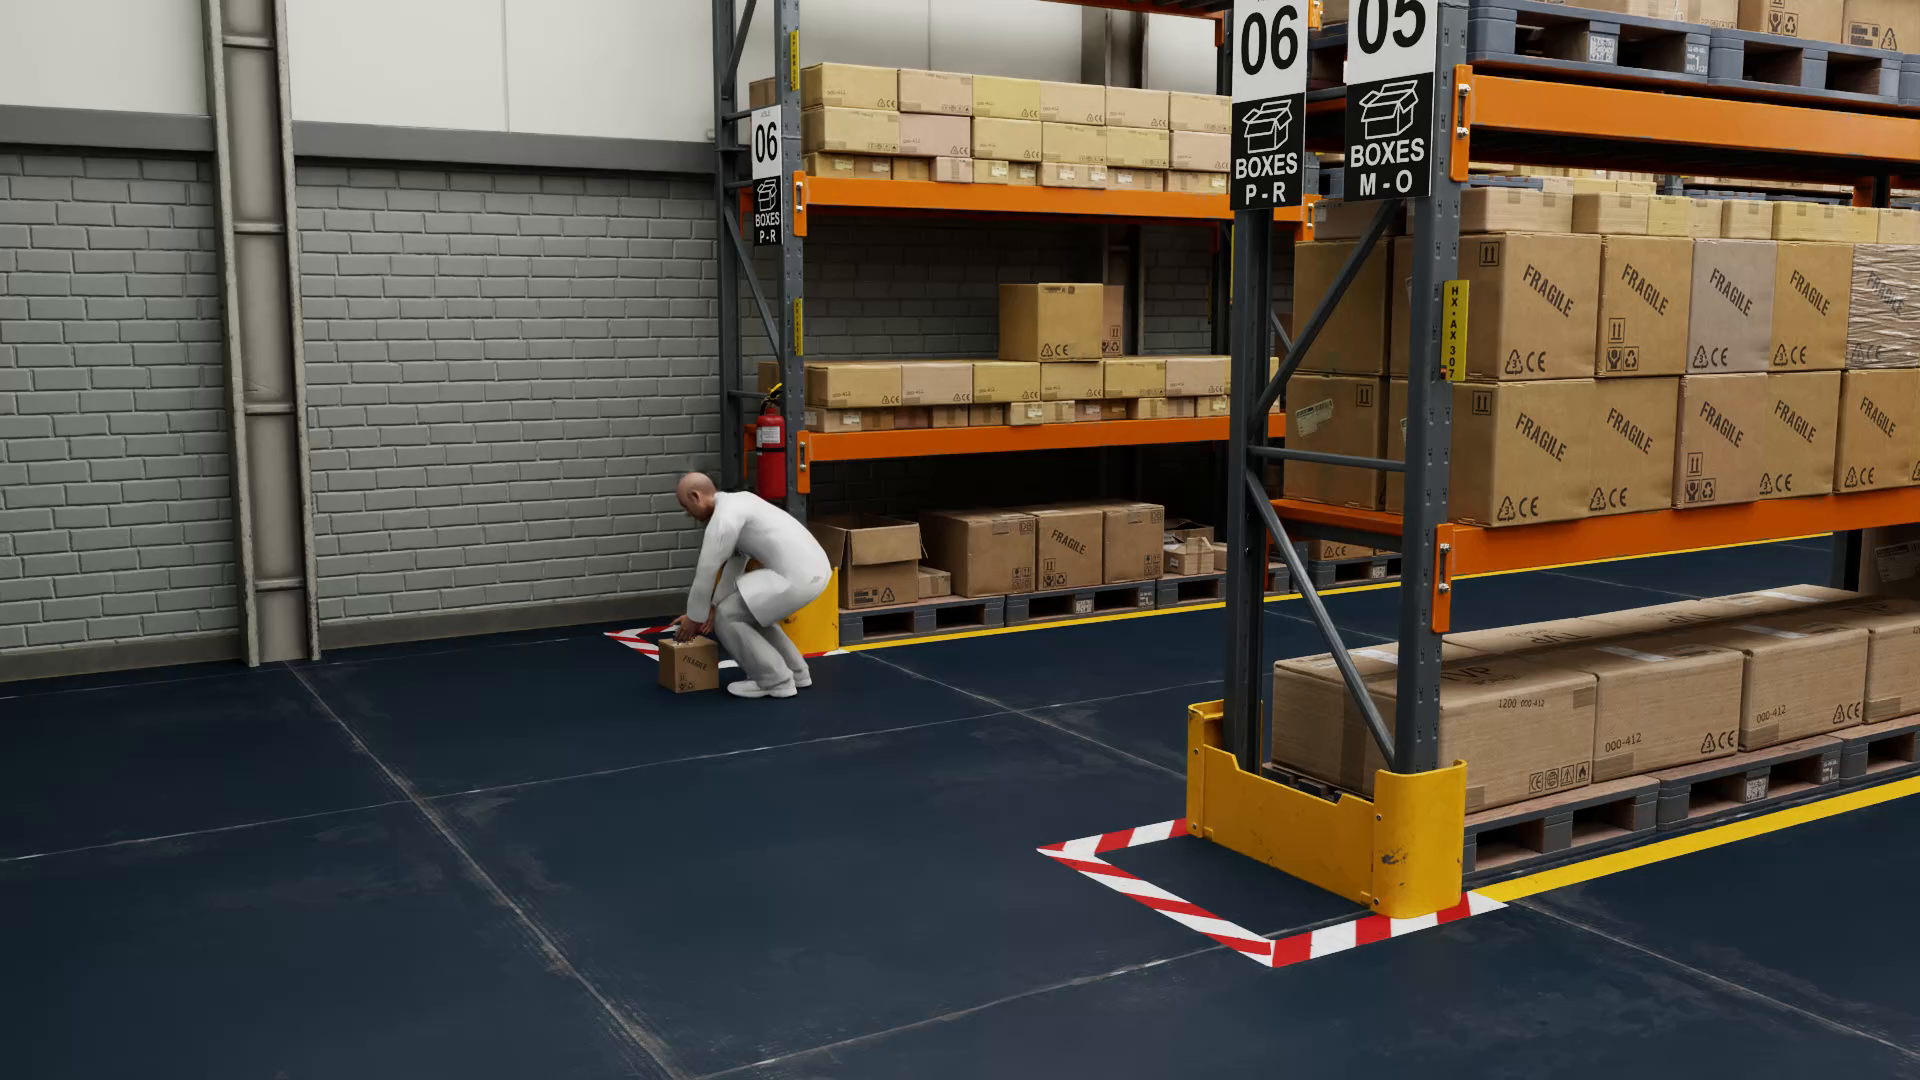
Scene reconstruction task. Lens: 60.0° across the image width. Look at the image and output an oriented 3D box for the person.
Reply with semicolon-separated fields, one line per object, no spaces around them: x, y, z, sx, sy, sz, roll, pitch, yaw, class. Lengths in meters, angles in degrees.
-1.100;0.230;8.877;0.822;1.183;0.625;2;8;13;person
